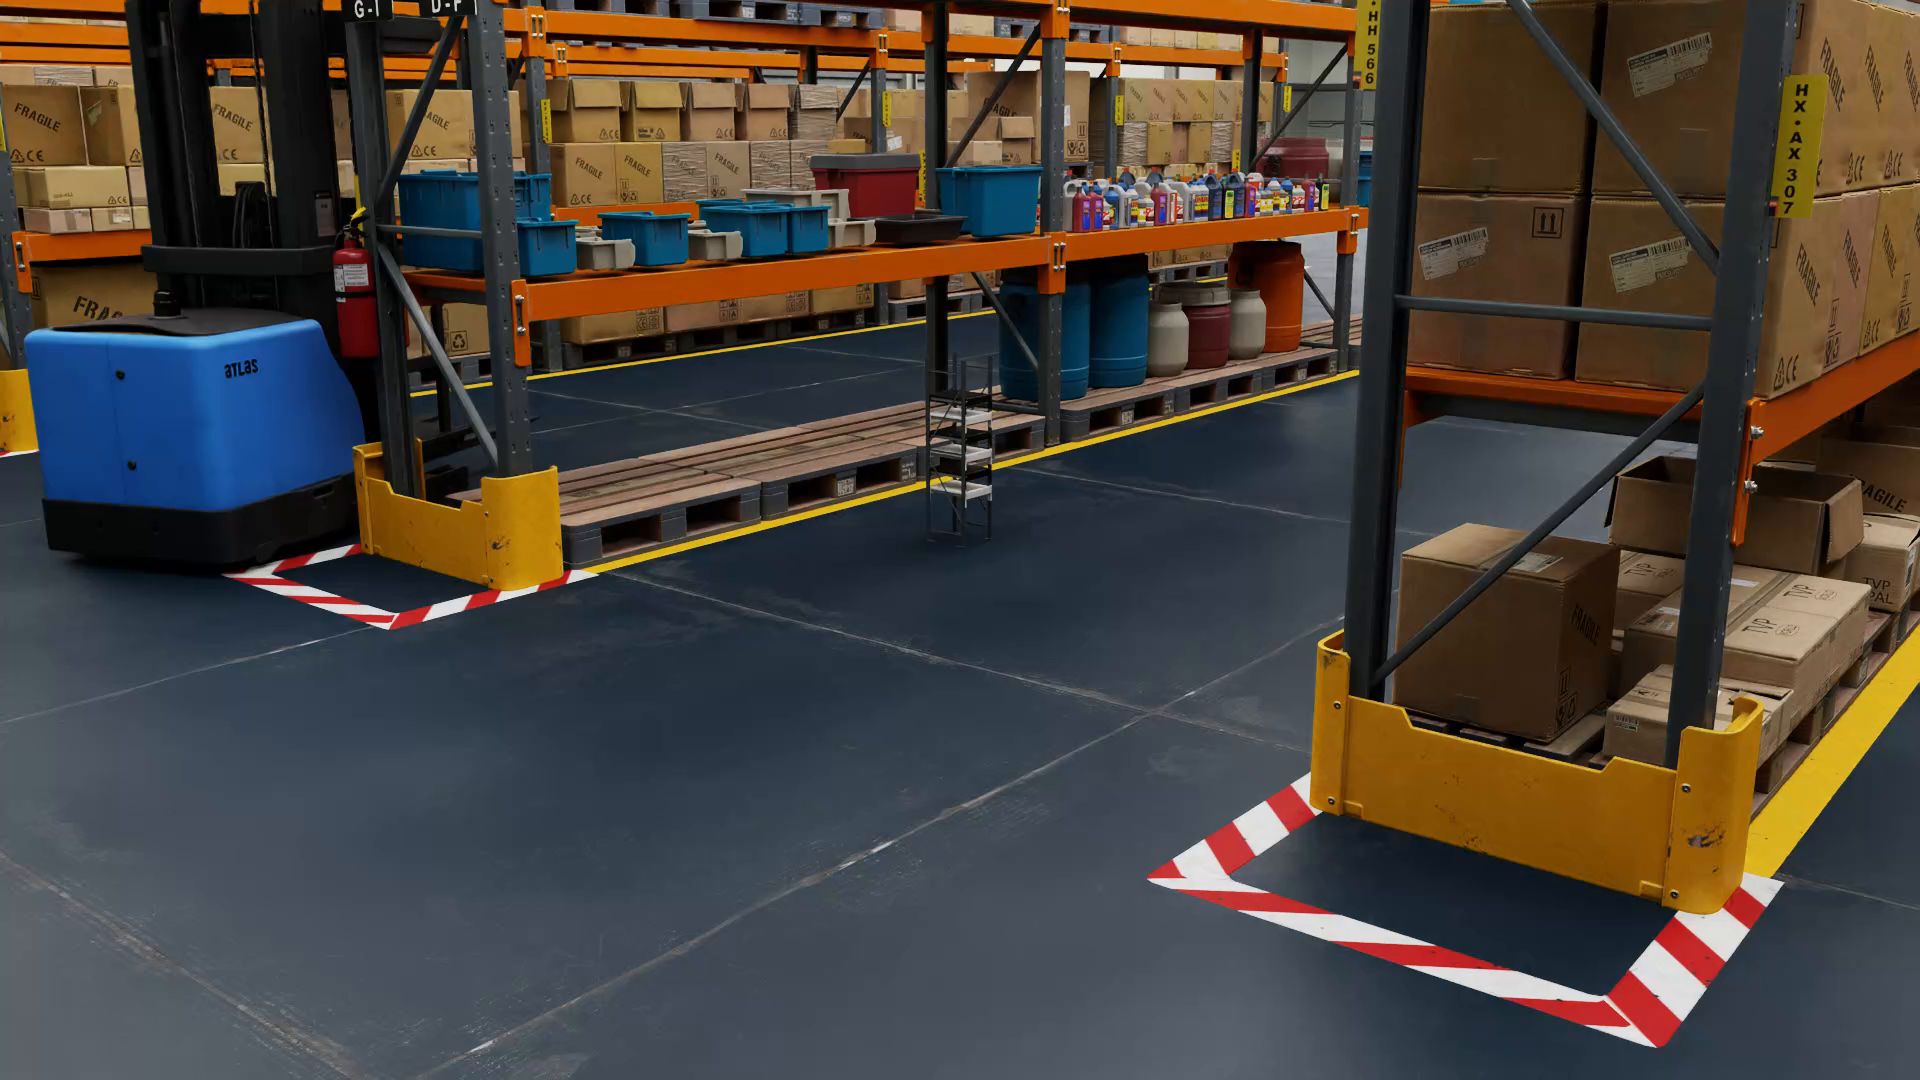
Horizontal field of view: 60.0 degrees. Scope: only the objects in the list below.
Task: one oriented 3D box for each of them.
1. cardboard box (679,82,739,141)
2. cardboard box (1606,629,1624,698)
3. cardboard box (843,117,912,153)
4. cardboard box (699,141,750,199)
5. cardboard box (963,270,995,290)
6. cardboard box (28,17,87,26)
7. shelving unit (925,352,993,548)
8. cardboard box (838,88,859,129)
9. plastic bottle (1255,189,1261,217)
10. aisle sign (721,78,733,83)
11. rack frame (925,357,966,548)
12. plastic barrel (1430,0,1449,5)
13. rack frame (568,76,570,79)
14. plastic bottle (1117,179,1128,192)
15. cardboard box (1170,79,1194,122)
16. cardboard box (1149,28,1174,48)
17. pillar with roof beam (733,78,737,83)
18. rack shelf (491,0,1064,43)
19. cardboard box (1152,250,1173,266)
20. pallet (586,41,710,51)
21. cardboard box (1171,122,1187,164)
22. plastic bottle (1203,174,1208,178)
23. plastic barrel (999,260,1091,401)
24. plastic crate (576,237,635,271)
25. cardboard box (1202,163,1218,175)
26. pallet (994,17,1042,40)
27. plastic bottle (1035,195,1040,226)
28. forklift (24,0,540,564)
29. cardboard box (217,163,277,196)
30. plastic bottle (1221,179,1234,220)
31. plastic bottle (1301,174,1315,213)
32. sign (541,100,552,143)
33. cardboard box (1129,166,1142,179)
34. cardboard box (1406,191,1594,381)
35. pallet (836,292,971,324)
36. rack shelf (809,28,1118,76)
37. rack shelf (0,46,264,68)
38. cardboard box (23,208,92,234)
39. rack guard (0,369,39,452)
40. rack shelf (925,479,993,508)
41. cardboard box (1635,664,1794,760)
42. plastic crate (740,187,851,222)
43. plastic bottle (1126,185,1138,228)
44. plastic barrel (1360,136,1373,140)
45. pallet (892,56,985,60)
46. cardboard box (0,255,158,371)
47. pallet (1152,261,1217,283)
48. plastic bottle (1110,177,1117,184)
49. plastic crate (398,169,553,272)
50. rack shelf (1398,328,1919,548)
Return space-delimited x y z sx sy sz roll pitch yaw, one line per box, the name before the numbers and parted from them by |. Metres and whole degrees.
cardboard box | -2.436 -3.795 14.729 0.797 0.503 0.637 12 19 39
cardboard box | 2.014 0.368 5.442 0.380 0.166 0.250 11 18 38
cardboard box | -0.827 -4.013 16.772 0.500 0.500 0.500 9 17 31
cardboard box | -2.215 -3.275 14.721 0.500 0.500 0.500 12 18 39
cardboard box | -0.040 -3.003 18.033 0.700 0.500 0.500 13 19 42
cardboard box | -8.184 -4.727 14.849 0.500 0.250 0.500 11 18 37
shelving unit | -0.005 -0.435 8.006 0.258 0.900 0.210 11 18 38
cardboard box | -1.902 -5.989 23.109 0.875 0.550 0.550 11 18 38
plastic bottle | 2.135 -2.451 12.084 0.097 0.201 0.097 0 14 0
aisle sign | -4.017 -8.037 28.388 0.394 0.787 0.004 11 18 38
rack frame | -0.069 -0.415 7.929 0.240 0.900 0.006 11 18 38
plastic barrel | 3.813 -4.796 13.945 0.600 0.830 0.708 11 18 38
rack frame | -7.678 -7.485 31.493 1.000 3.000 0.127 11 18 38
plastic bottle | 1.159 -2.462 11.982 0.097 0.271 0.097 0 14 0
cardboard box | 2.487 -5.333 20.187 0.500 0.500 0.500 11 18 38
cardboard box | 2.189 -5.947 19.655 0.500 0.250 0.500 11 18 37
pillar with roof beam | -1.698 -10.881 32.680 9.100 9.000 0.400 11 18 38
rack shelf | -1.054 -2.841 8.584 1.077 0.370 4.000 11 18 38
cardboard box | 2.344 -3.722 20.906 0.500 0.500 0.500 9 17 33
pallet | -3.866 -6.147 20.519 1.003 0.211 1.213 12 19 40
cardboard box | 2.287 -4.888 20.467 0.875 0.500 0.500 11 18 38
plastic bottle | 1.903 -2.704 12.925 0.152 0.276 0.135 11 18 38
plastic barrel | 0.558 -1.407 10.979 0.600 0.901 0.708 11 18 38
plastic crate | -1.634 -1.299 7.559 0.250 0.136 0.298 11 18 38
cardboard box | 3.013 -4.672 20.931 0.380 0.149 0.250 11 18 38
pallet | 0.258 -5.480 17.890 1.213 0.211 1.003 11 18 38
plastic bottle | 0.538 -2.203 11.104 0.097 0.201 0.097 0 14 0
forklift | -3.323 -1.631 8.589 1.130 2.935 3.031 4 15 16
cardboard box | -5.012 -2.437 11.326 0.500 0.250 0.500 11 18 36
plastic bottle | 1.876 -2.405 11.736 0.061 0.283 0.133 11 18 38
plastic bottle | 2.650 -2.641 12.663 0.061 0.283 0.133 11 18 38
sign | -3.217 -3.258 12.936 0.100 0.325 0.005 11 18 38
cardboard box | 1.915 -4.336 19.611 0.380 0.149 0.250 11 18 38
cardboard box | 1.609 -0.762 4.828 0.500 0.500 0.500 12 19 39
pallet | -0.643 -2.449 17.336 1.003 0.211 1.213 11 18 38
rack shelf | 0.122 -5.140 17.632 1.077 0.370 4.000 11 18 38
rack shelf | -10.100 -5.907 20.653 1.077 0.370 4.000 11 18 38
cardboard box | -5.684 -2.015 10.472 0.380 0.149 0.250 12 18 38
rack guard | -6.179 -0.903 10.664 1.175 0.500 0.348 11 18 38
rack shelf | -0.005 -0.228 8.059 0.258 0.077 0.200 11 18 38
cardboard box | 2.227 0.499 4.926 0.380 0.166 0.250 11 18 38
plastic crate | -0.900 -1.827 9.341 0.437 0.282 0.530 11 18 38
plastic bottle | 1.114 -2.174 10.852 0.097 0.271 0.097 0 14 0
plastic barrel | 3.726 -3.344 14.920 0.433 0.535 0.433 0 14 0
pallet | -0.360 -7.238 24.609 1.003 0.211 1.213 11 18 38
cardboard box | -5.823 -1.428 11.115 0.875 0.875 0.875 11 18 38
pallet | 2.540 -3.435 21.215 1.003 0.211 1.213 11 18 38
plastic bottle | 1.086 -2.476 12.015 0.061 0.283 0.133 11 18 38
plastic crate | -2.246 -1.492 7.711 0.616 0.435 0.499 11 18 38
rack shelf | 2.796 -0.620 5.933 1.077 0.370 4.000 11 18 38
